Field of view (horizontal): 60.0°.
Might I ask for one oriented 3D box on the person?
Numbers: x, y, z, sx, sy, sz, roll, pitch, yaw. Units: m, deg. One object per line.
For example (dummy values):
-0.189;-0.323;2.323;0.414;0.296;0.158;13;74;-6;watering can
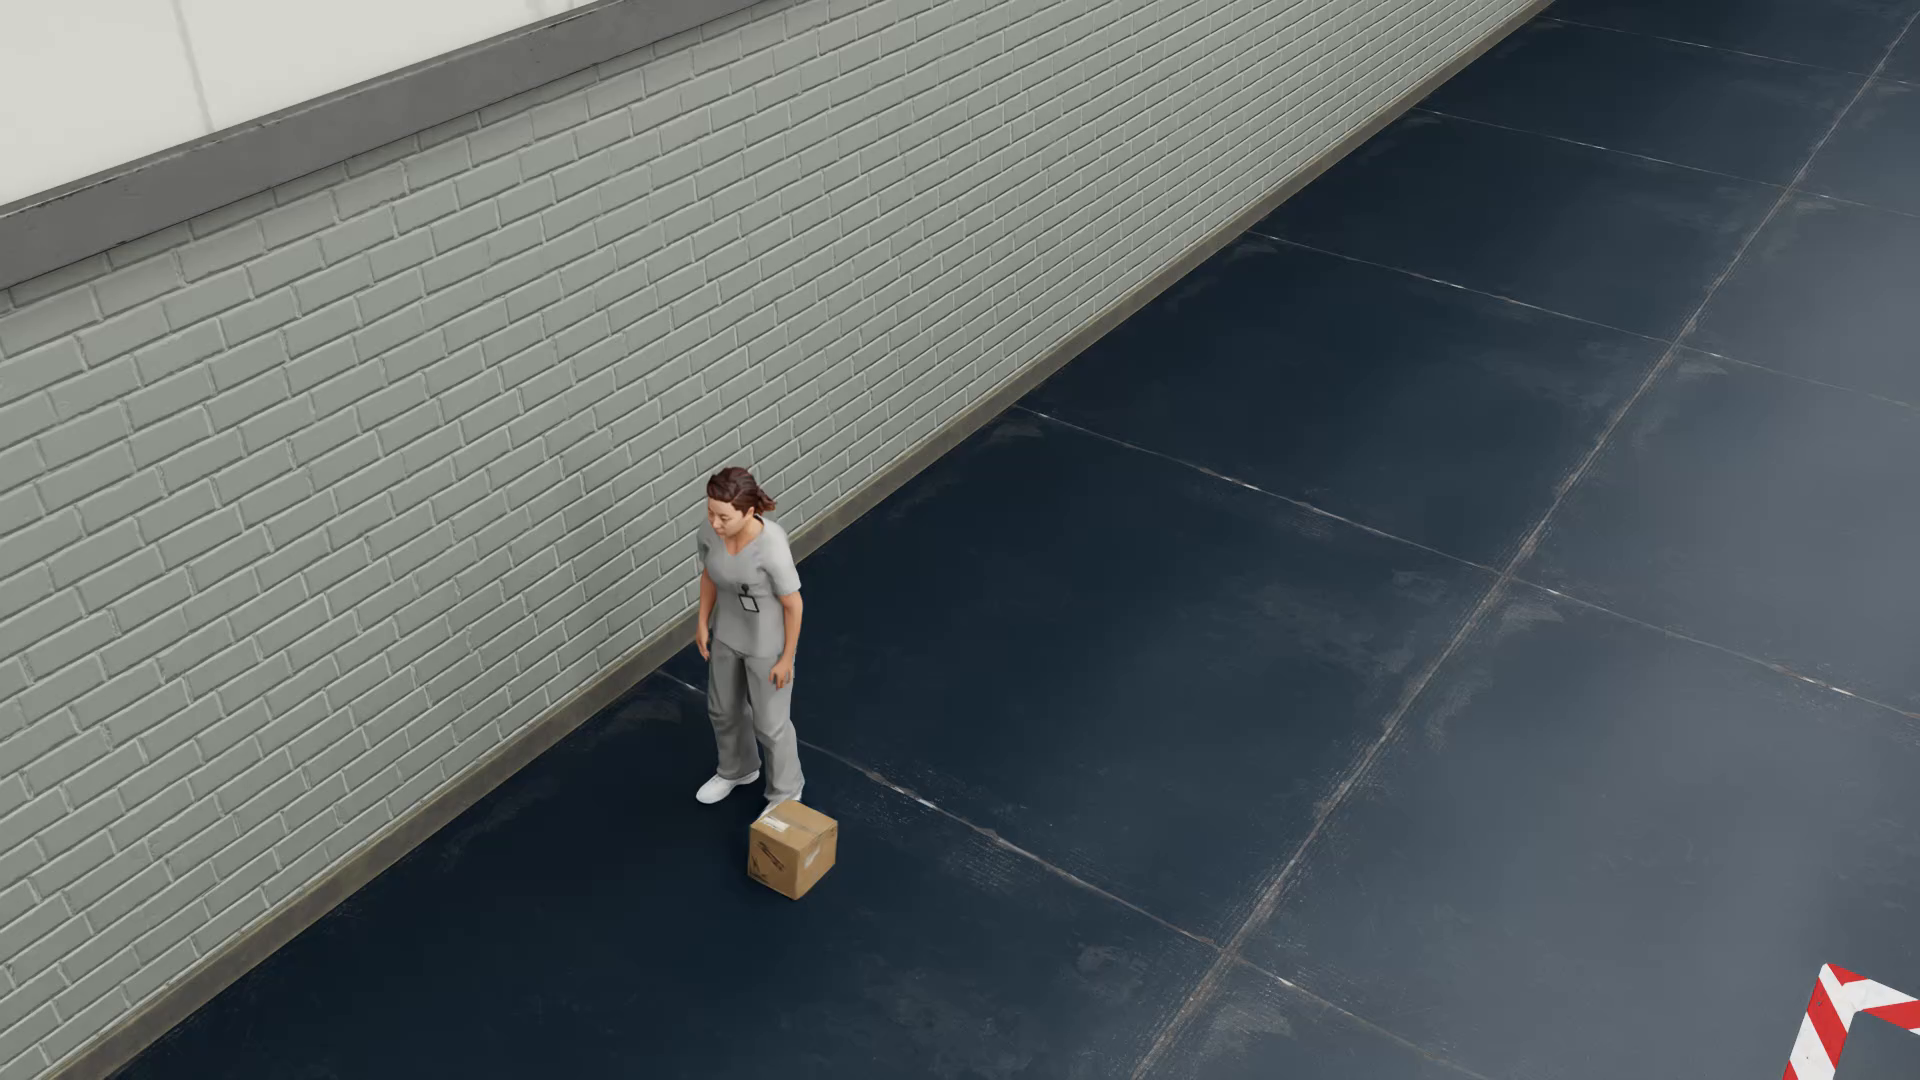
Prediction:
-0.830;0.409;6.554;0.487;1.673;0.356;20;39;26;person
